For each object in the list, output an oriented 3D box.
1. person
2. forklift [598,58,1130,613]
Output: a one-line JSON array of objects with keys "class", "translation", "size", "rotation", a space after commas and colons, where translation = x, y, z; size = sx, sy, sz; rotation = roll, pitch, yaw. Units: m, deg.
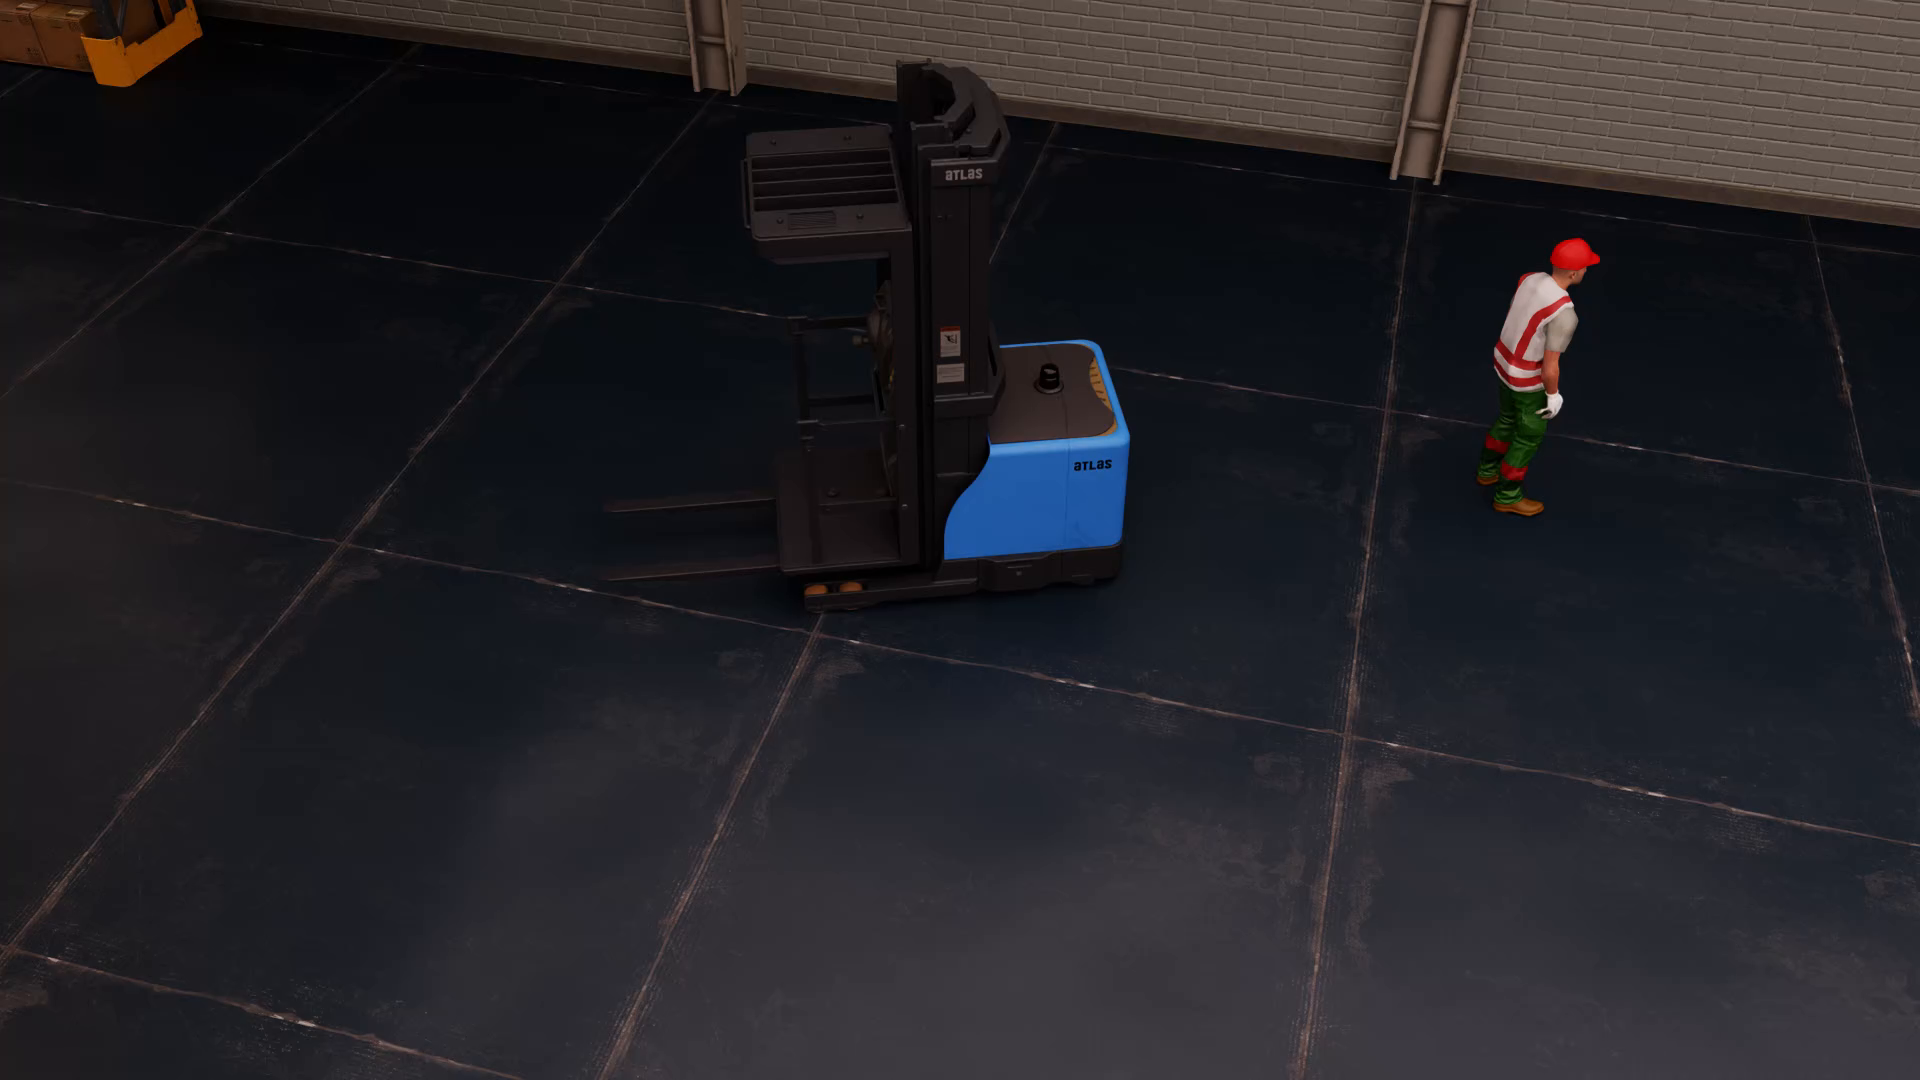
[{"class": "person", "translation": [3.395, -0.984, 9.861], "size": [0.451, 1.778, 0.611], "rotation": [-6, 42, -7]}, {"class": "forklift", "translation": [-0.604, -1.052, 9.062], "size": [3.031, 2.935, 1.130], "rotation": [-5, 41, -5]}]
